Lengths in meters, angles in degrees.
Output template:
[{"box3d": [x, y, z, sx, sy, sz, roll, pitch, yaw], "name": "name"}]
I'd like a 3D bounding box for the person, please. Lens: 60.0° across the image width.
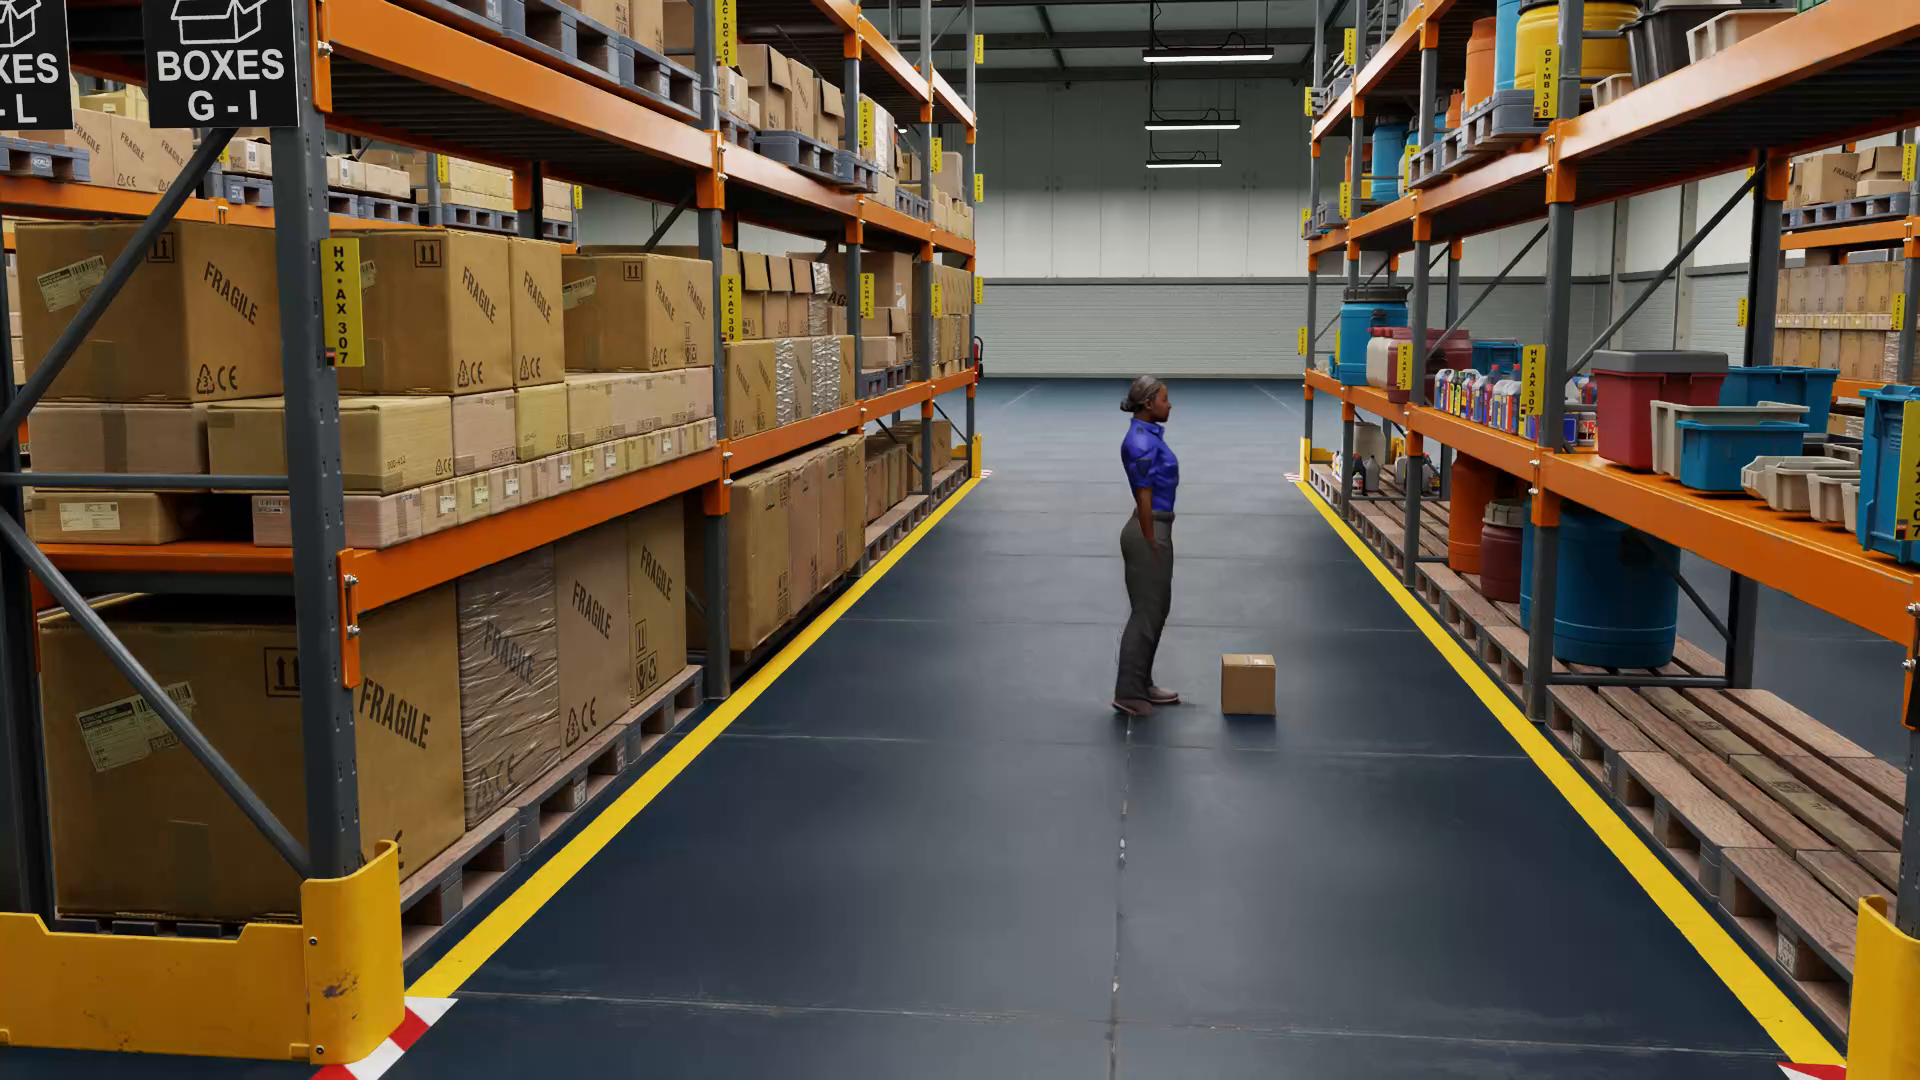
[{"box3d": [0.934, 0.032, 8.243, 0.329, 1.694, 0.437, 1, 8, 8], "name": "person"}]
